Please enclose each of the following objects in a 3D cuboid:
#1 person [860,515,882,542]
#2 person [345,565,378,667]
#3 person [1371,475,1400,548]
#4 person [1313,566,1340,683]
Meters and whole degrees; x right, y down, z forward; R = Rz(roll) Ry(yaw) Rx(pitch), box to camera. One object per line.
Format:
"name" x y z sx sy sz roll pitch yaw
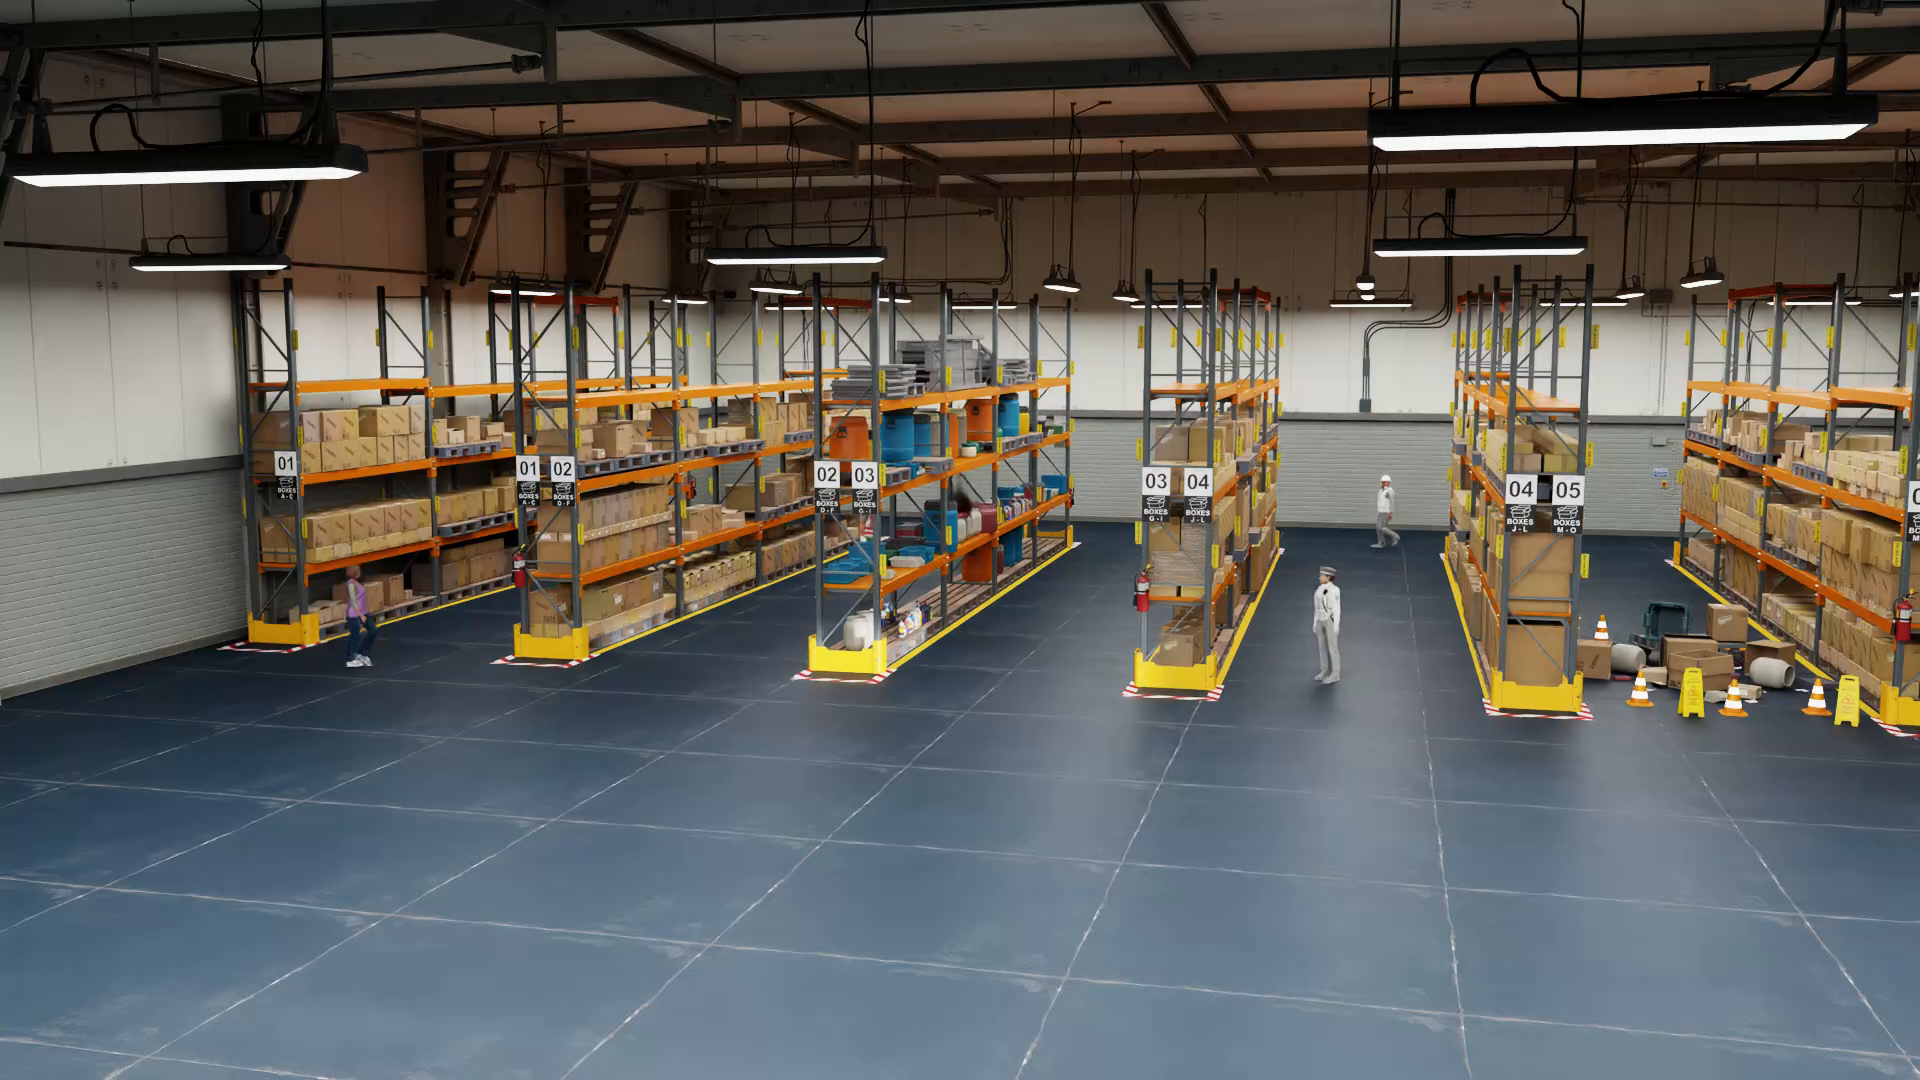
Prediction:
"person" -1.664 -0.051 32.284 0.444 1.785 0.565 2 7 16
"person" -9.209 1.166 25.393 0.480 1.604 0.420 1 7 12
"person" 10.252 -0.680 40.011 0.626 1.767 0.533 0 7 3
"person" 5.399 1.231 24.542 0.405 1.692 0.563 -4 8 -29
